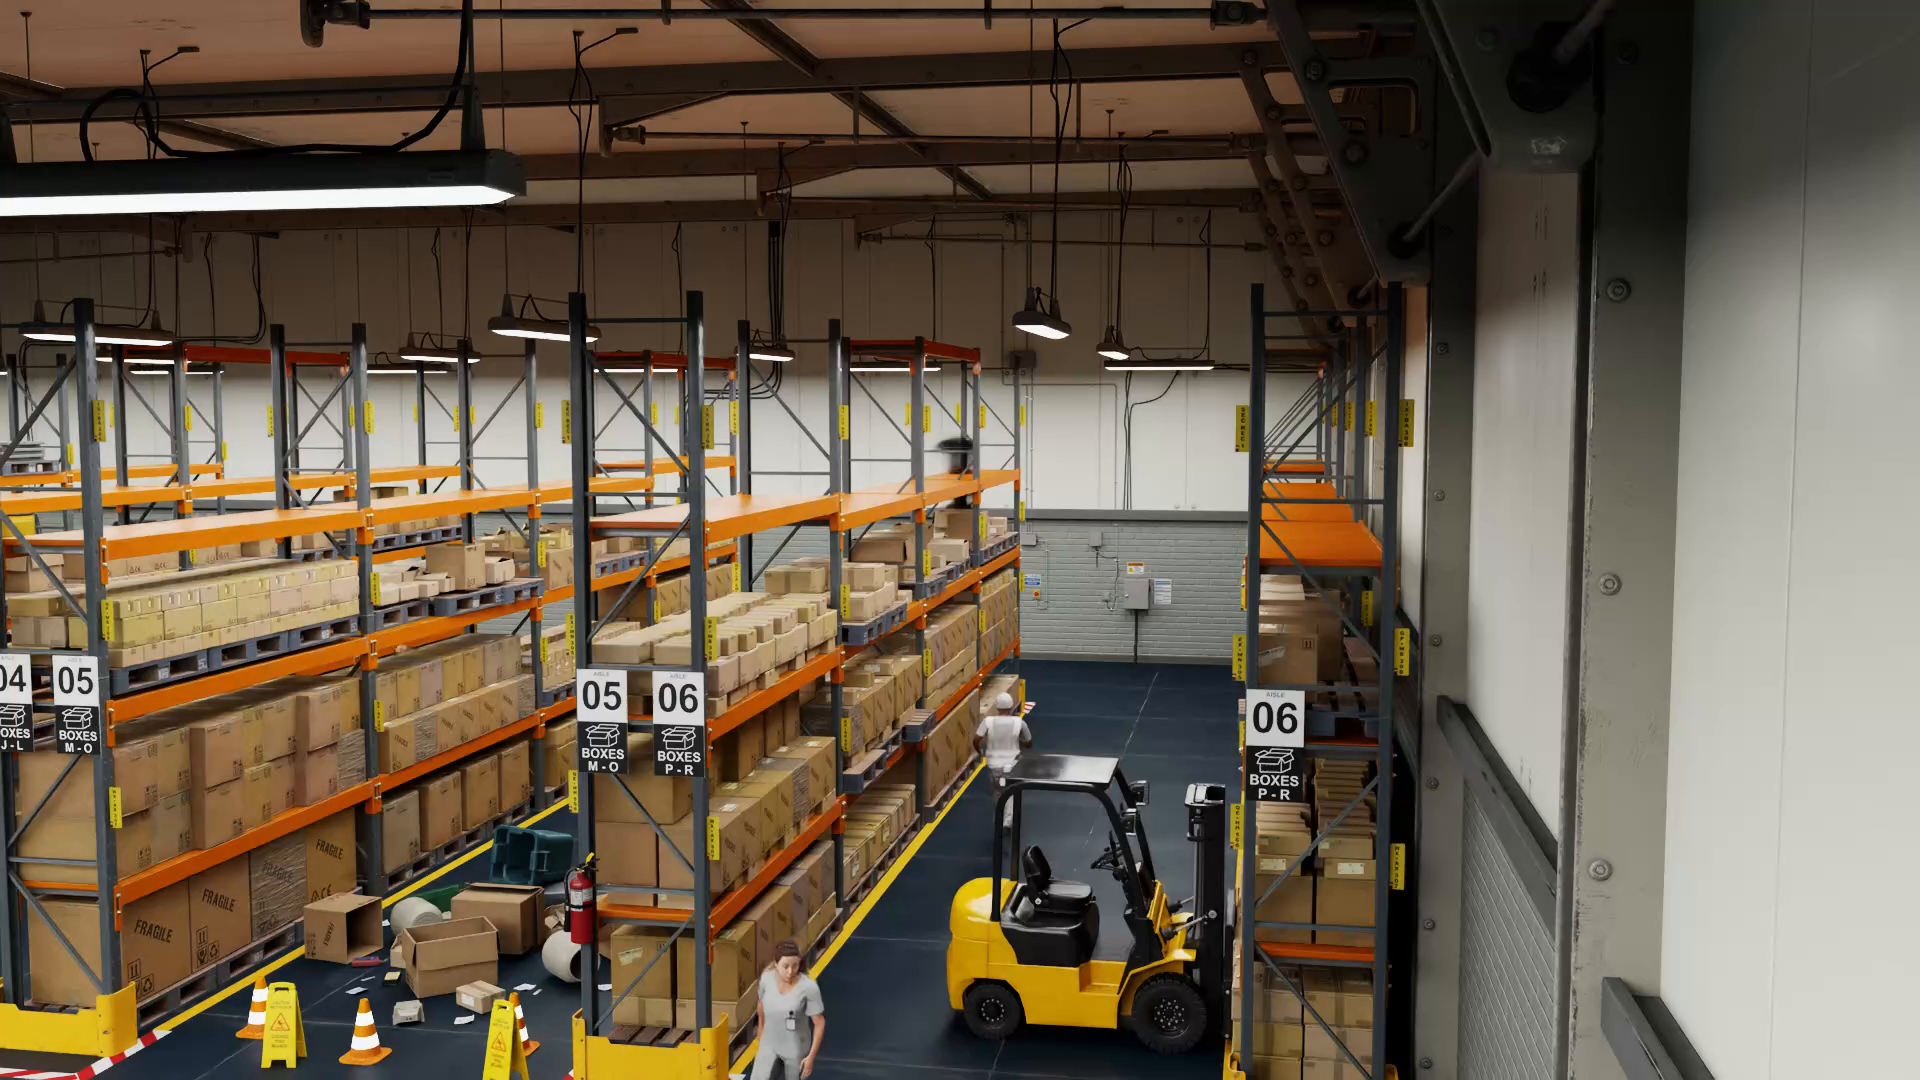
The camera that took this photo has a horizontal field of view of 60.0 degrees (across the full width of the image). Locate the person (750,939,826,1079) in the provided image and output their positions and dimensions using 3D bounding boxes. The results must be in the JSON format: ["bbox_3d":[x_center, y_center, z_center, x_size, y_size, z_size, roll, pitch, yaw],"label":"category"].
[{"bbox_3d":[-1.153,3.443,11.221,0.557,1.617,0.693,1,5,9],"label":"person"}]

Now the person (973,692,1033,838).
[{"bbox_3d":[0.522,2.683,19.775,0.693,1.763,0.957,1,5,9],"label":"person"}]

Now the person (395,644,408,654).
[{"bbox_3d":[-7.986,2.350,24.046,0.626,1.734,1.054,0,5,4],"label":"person"}]
